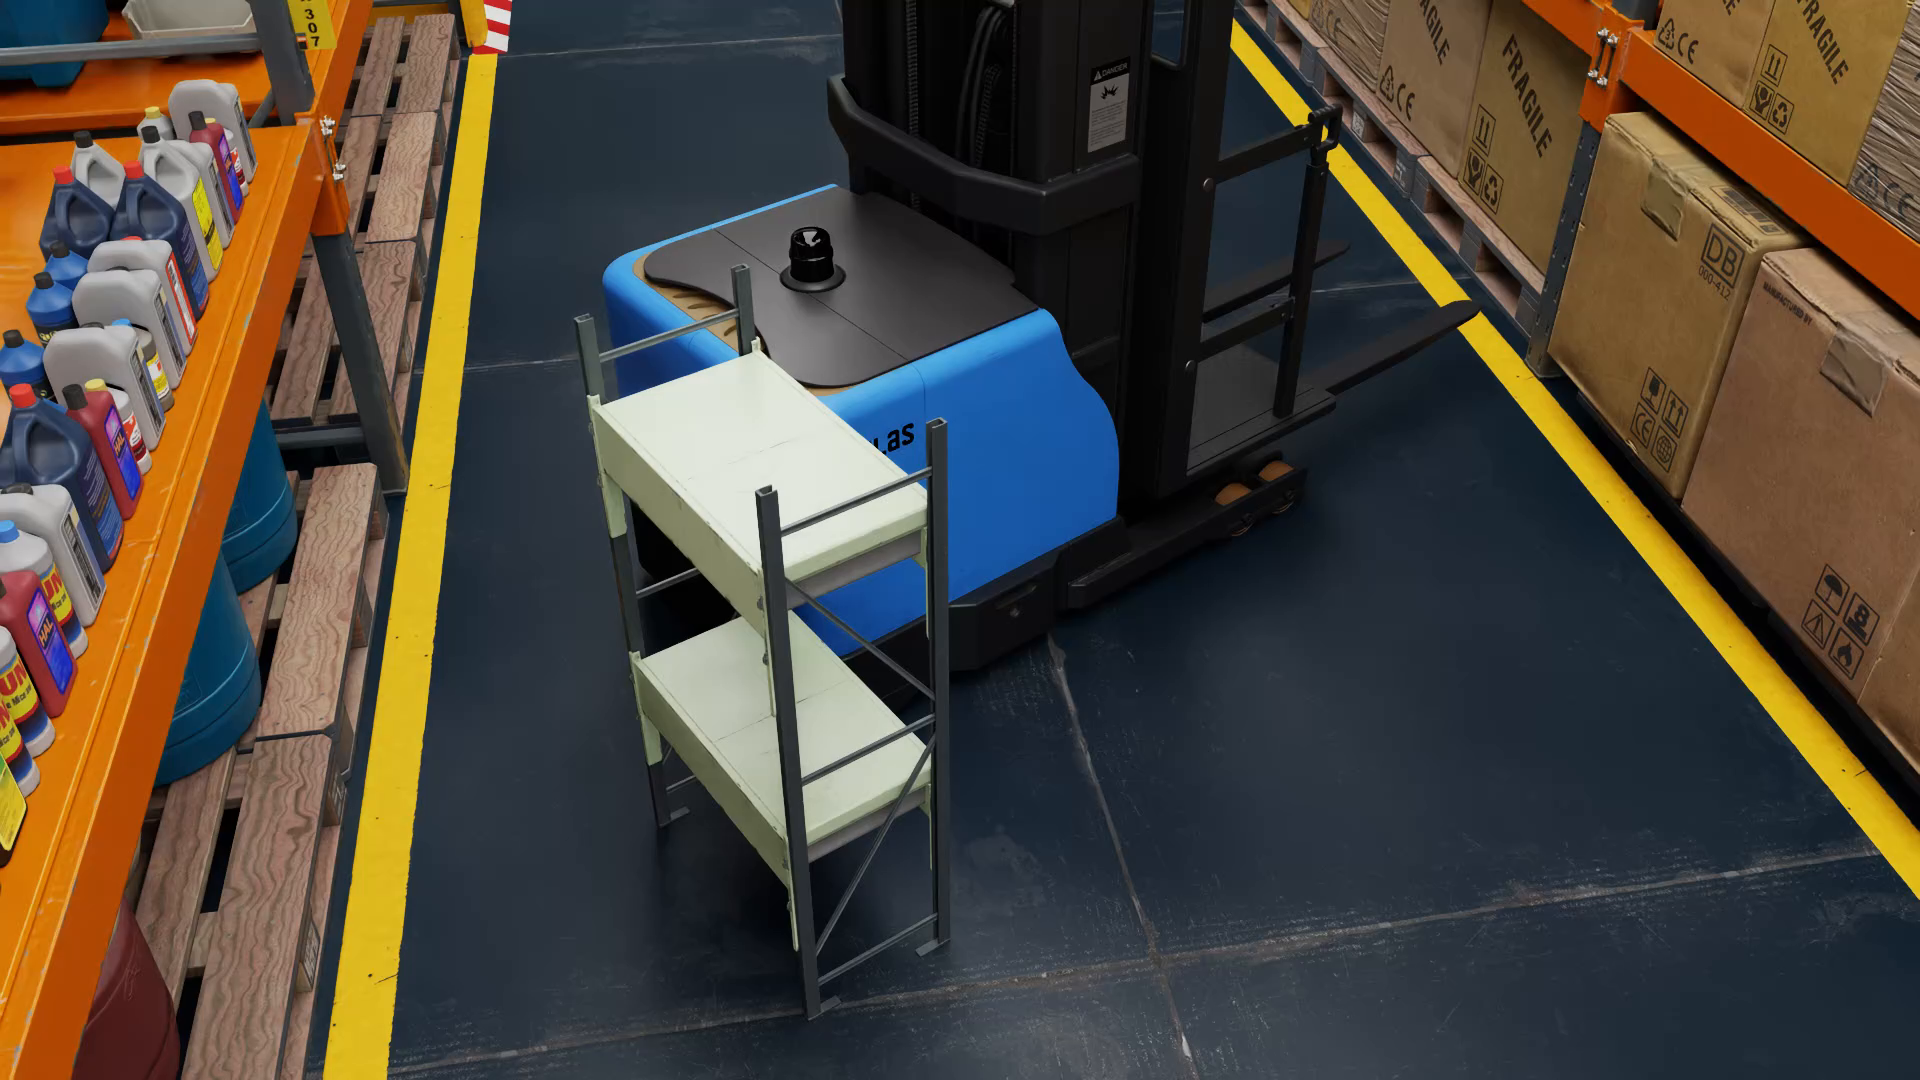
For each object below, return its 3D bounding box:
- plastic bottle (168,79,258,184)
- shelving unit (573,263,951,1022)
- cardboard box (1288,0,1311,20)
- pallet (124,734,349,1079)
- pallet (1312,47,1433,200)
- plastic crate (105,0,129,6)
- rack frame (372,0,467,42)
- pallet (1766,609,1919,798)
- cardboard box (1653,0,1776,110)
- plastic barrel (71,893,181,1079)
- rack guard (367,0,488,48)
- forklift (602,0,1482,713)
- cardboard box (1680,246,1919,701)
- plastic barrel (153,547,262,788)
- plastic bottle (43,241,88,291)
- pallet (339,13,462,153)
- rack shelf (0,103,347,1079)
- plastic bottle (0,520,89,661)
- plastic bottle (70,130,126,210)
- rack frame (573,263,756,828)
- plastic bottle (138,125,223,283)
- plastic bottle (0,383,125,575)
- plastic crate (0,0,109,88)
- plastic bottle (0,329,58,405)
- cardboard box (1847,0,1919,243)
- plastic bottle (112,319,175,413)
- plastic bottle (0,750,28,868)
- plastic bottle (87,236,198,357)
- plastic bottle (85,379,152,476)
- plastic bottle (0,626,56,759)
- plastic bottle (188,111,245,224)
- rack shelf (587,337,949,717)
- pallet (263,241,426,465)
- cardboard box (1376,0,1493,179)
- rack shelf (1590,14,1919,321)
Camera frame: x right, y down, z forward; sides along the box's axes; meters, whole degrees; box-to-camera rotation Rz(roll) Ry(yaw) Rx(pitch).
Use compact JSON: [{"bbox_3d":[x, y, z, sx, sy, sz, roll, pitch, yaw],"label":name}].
[{"bbox_3d":[-1.924,-1.064,4.275,0.152,0.276,0.135,-6,38,-8],"label":"plastic bottle"},{"bbox_3d":[-0.405,0.257,3.697,0.431,1.500,0.755,-24,44,-27],"label":"shelving unit"},{"bbox_3d":[2.055,-3.214,8.331,0.875,0.875,0.875,-6,38,-8],"label":"cardboard box"},{"bbox_3d":[-2.000,0.994,3.798,1.003,0.211,1.213,-6,38,-8],"label":"pallet"},{"bbox_3d":[2.291,-1.954,7.593,1.003,0.211,1.213,-6,38,-8],"label":"pallet"},{"bbox_3d":[-2.772,-1.878,5.398,0.437,0.125,0.590,-6,38,-8],"label":"plastic crate"},{"bbox_3d":[-3.013,-3.732,7.609,1.000,3.000,0.127,-6,38,-8],"label":"rack frame"},{"bbox_3d":[2.992,0.449,4.500,1.003,0.211,1.213,-6,38,-8],"label":"pallet"},{"bbox_3d":[2.399,-1.584,4.762,0.500,0.500,0.500,-6,38,-8],"label":"cardboard box"},{"bbox_3d":[-1.911,0.911,3.256,0.600,0.588,0.708,-6,38,-8],"label":"plastic barrel"},{"bbox_3d":[-3.030,-2.758,8.393,1.175,0.500,0.348,-6,38,-8],"label":"rack guard"},{"bbox_3d":[0.486,-1.397,4.659,3.031,2.935,1.130,-26,45,-30],"label":"forklift"},{"bbox_3d":[2.854,-0.252,4.518,1.225,0.875,0.875,-7,38,-10],"label":"cardboard box"},{"bbox_3d":[-2.109,0.105,4.038,0.600,0.901,0.708,-6,38,-8],"label":"plastic barrel"},{"bbox_3d":[-1.891,-0.512,3.569,0.097,0.271,0.097,0,38,0],"label":"plastic bottle"},{"bbox_3d":[-2.906,-2.129,7.818,1.003,0.211,1.213,-6,38,-8],"label":"pallet"},{"bbox_3d":[-1.961,0.176,3.165,1.077,0.370,4.000,-6,38,-8],"label":"rack shelf"},{"bbox_3d":[-1.564,0.084,2.802,0.097,0.271,0.097,0,38,0],"label":"plastic bottle"},{"bbox_3d":[-1.970,-0.761,3.825,0.144,0.351,0.185,-6,38,-8],"label":"plastic bottle"},{"bbox_3d":[-0.619,0.075,3.931,0.400,1.500,0.023,-24,44,-27],"label":"rack frame"},{"bbox_3d":[-1.828,-0.777,3.845,0.144,0.351,0.185,-6,38,-8],"label":"plastic bottle"},{"bbox_3d":[-1.635,-0.111,2.988,0.144,0.351,0.185,-6,38,-8],"label":"plastic bottle"},{"bbox_3d":[-2.729,-1.579,4.801,0.392,0.384,0.575,-6,38,-8],"label":"plastic crate"},{"bbox_3d":[-1.827,-0.291,3.284,0.097,0.271,0.097,0,38,0],"label":"plastic bottle"},{"bbox_3d":[2.576,-0.978,3.982,0.500,0.500,0.500,-7,38,-9],"label":"cardboard box"},{"bbox_3d":[-1.701,-0.361,3.431,0.097,0.201,0.097,0,38,0],"label":"plastic bottle"},{"bbox_3d":[-1.468,0.345,2.456,0.061,0.283,0.133,-6,38,-8],"label":"plastic bottle"},{"bbox_3d":[-1.772,-0.539,3.599,0.152,0.276,0.135,-6,38,-8],"label":"plastic bottle"},{"bbox_3d":[-1.660,-0.221,3.251,0.097,0.201,0.097,0,38,0],"label":"plastic bottle"},{"bbox_3d":[-1.523,0.223,2.622,0.097,0.271,0.097,0,38,0],"label":"plastic bottle"},{"bbox_3d":[-1.839,-0.932,4.100,0.061,0.283,0.133,-6,38,-8],"label":"plastic bottle"},{"bbox_3d":[-0.405,-0.051,3.457,0.431,0.370,0.720,-24,44,-27],"label":"rack shelf"},{"bbox_3d":[-2.479,-0.655,5.921,1.003,0.211,1.213,-6,38,-8],"label":"pallet"},{"bbox_3d":[2.370,-2.126,6.932,0.875,0.875,0.875,-6,38,-8],"label":"cardboard box"},{"bbox_3d":[2.915,-0.357,3.851,1.077,0.370,4.000,-6,38,-8],"label":"rack shelf"}]
